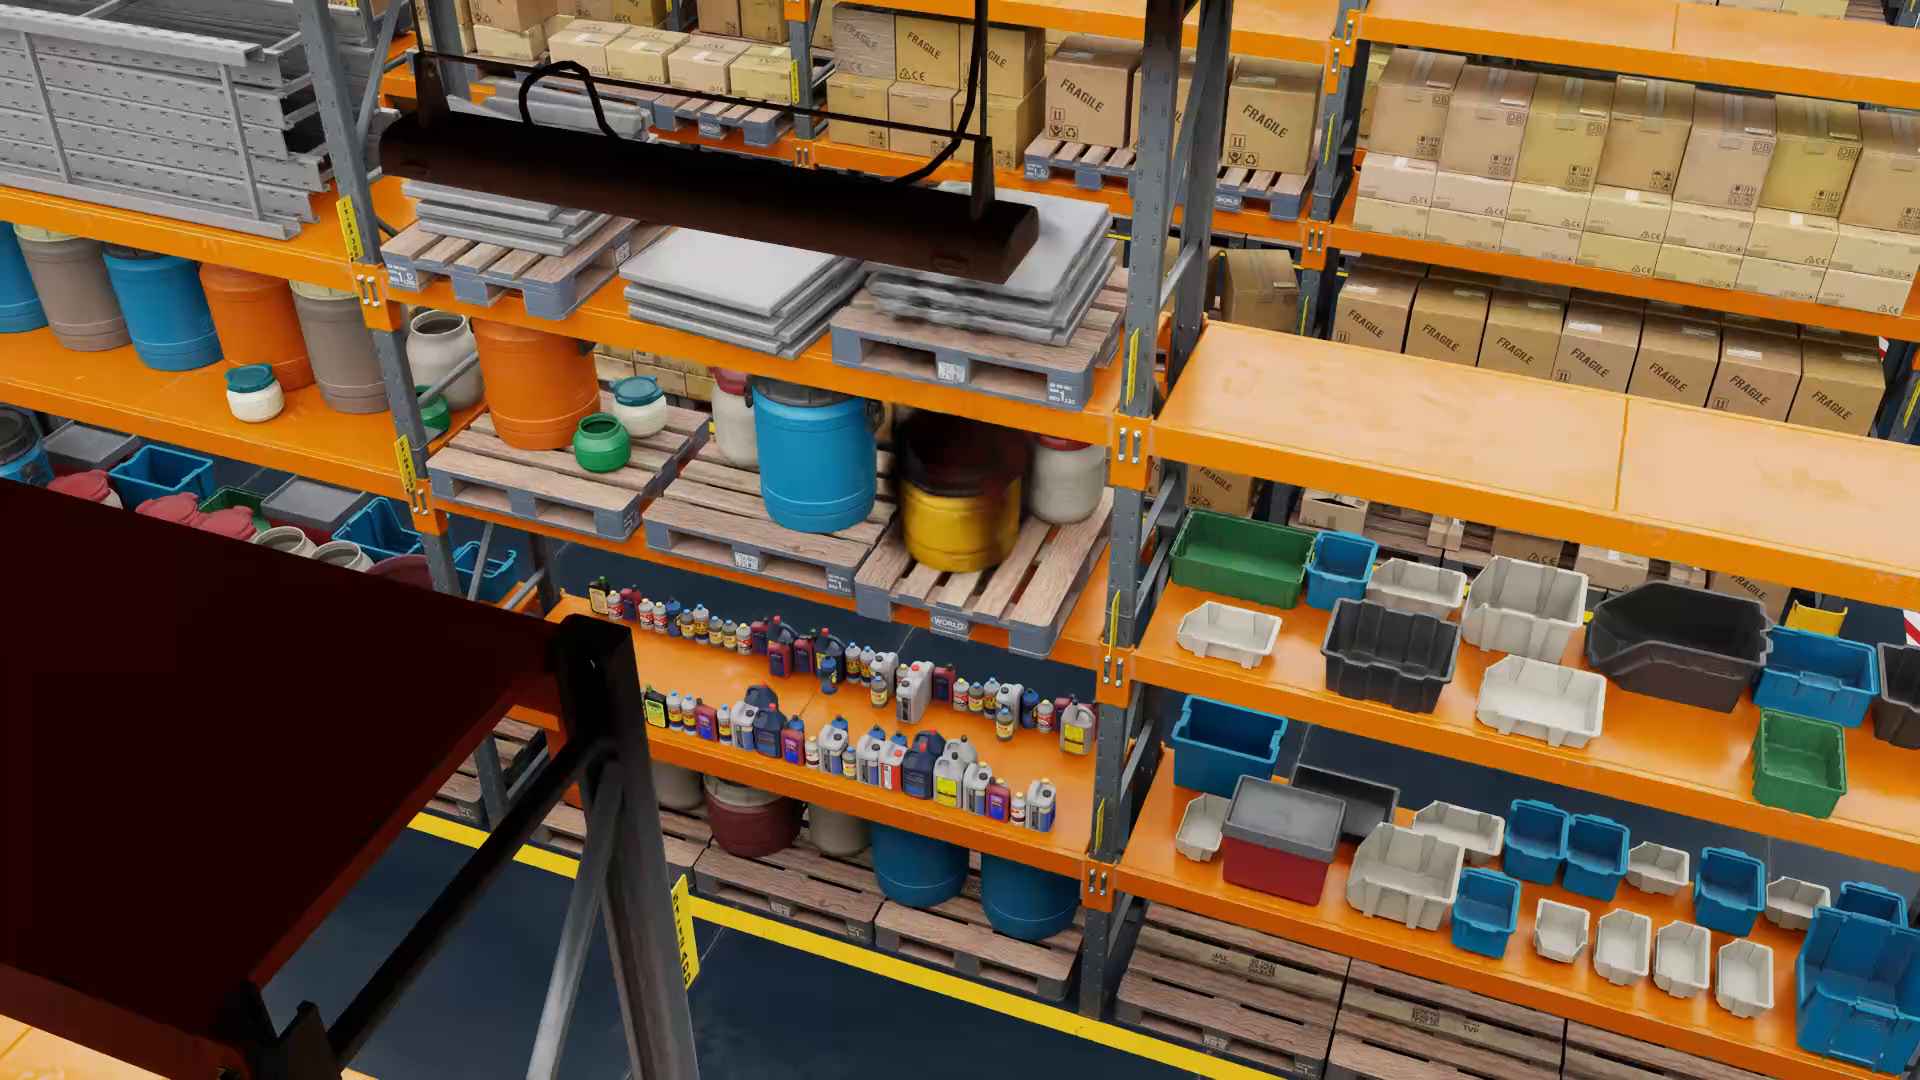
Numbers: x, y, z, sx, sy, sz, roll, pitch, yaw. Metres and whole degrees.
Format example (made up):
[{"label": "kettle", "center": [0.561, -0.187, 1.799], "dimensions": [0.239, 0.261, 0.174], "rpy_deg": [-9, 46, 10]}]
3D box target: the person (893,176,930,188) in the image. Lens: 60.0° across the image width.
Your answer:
[{"label": "person", "center": [-0.377, -3.439, 16.719], "dimensions": [0.734, 1.603, 0.607], "rpy_deg": [-1, 37, -1]}]
